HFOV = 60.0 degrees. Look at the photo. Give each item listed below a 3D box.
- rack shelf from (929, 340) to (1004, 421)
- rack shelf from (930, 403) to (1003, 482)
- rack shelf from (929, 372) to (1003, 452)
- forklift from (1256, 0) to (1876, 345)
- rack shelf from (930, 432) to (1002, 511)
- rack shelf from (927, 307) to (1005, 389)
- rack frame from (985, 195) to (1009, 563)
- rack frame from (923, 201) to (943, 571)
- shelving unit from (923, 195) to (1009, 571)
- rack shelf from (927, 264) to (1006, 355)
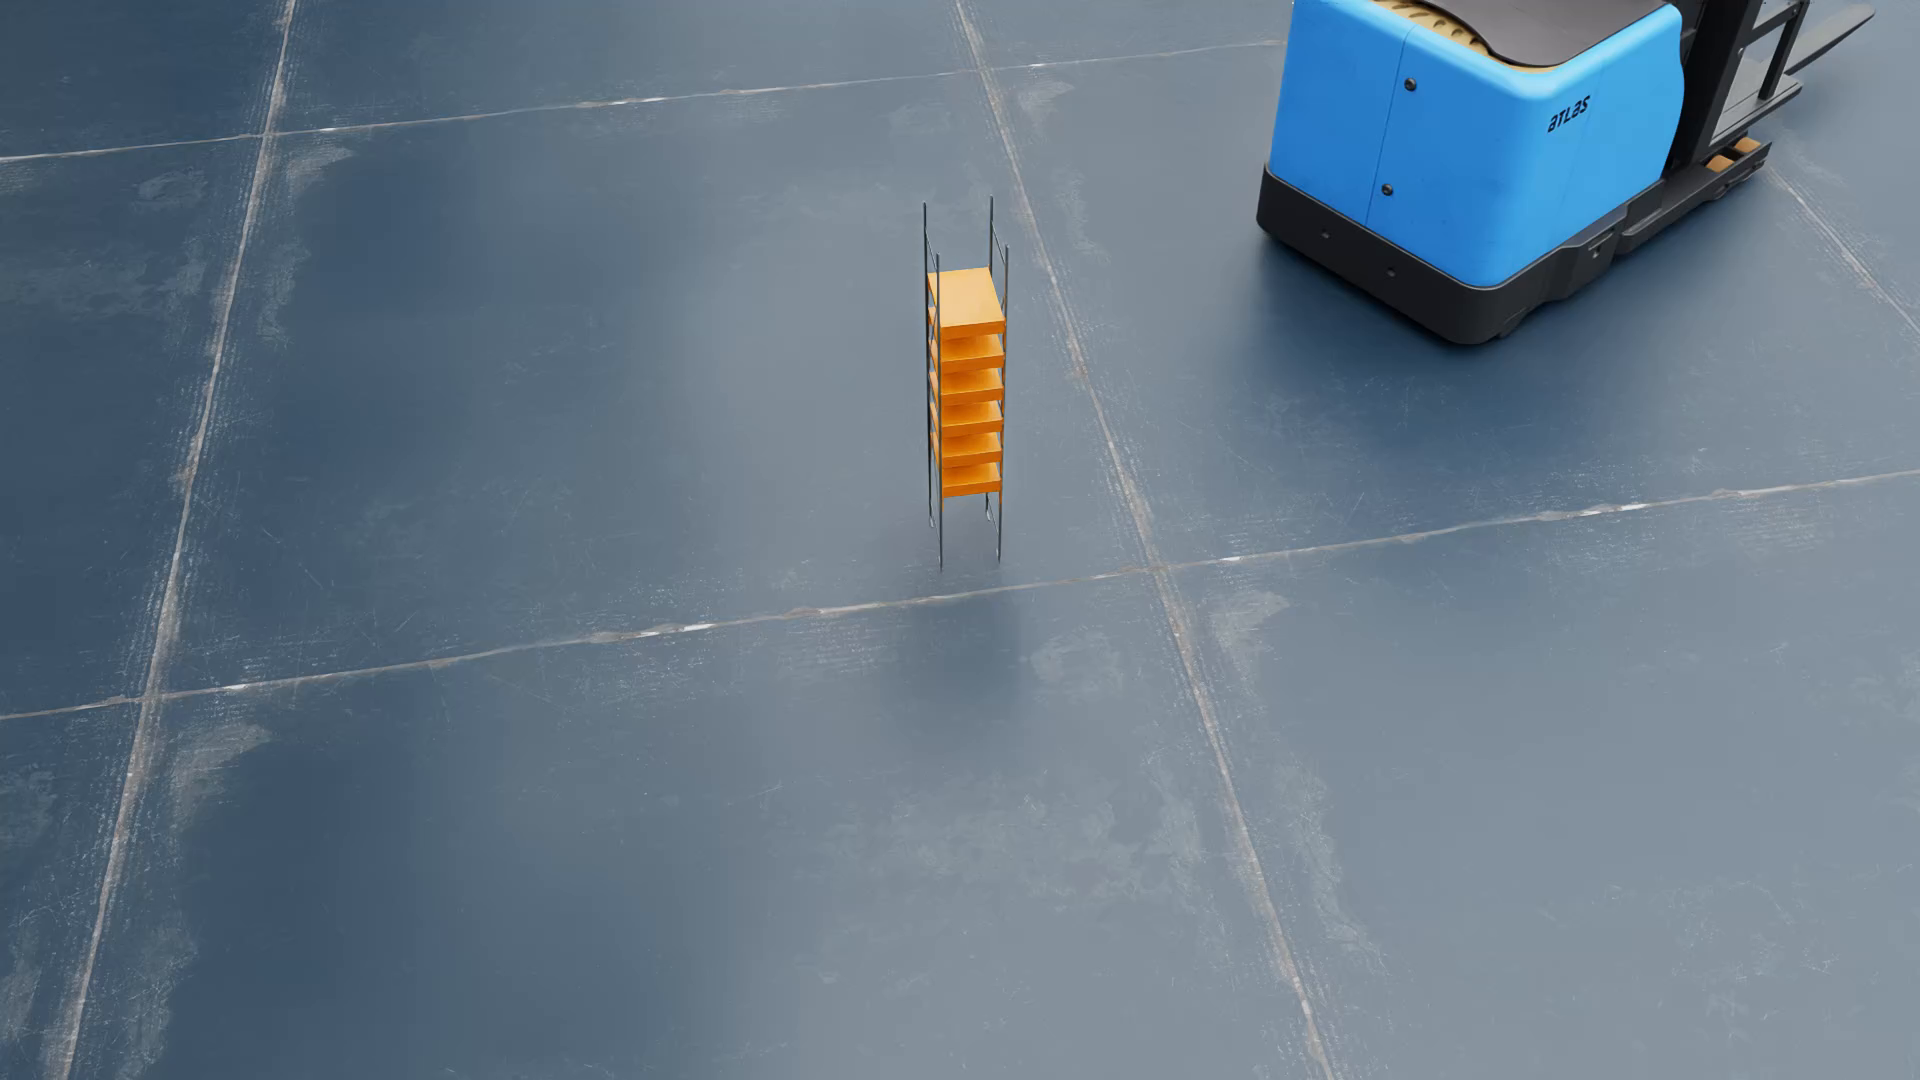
[{"bbox_3d":[0.014,-0.471,4.765,0.180,0.103,0.258,-7,46,-7],"label":"rack shelf"},{"bbox_3d":[0.014,-0.304,4.938,0.180,0.103,0.258,-7,46,-7],"label":"rack shelf"},{"bbox_3d":[0.014,-0.387,4.852,0.180,0.103,0.258,-7,46,-7],"label":"rack shelf"},{"bbox_3d":[2.572,-2.615,5.734,3.031,2.935,1.130,-32,54,-27],"label":"forklift"},{"bbox_3d":[0.014,-0.221,5.024,0.180,0.103,0.258,-7,46,-7],"label":"rack shelf"},{"bbox_3d":[0.014,-0.554,4.679,0.180,0.103,0.258,-7,46,-7],"label":"rack shelf"},{"bbox_3d":[0.104,-0.429,4.830,0.006,1.200,0.240,-7,46,-7],"label":"rack frame"},{"bbox_3d":[-0.076,-0.407,4.809,0.006,1.200,0.240,-7,46,-7],"label":"rack frame"},{"bbox_3d":[0.014,-0.418,4.820,0.189,1.200,0.258,-7,46,-7],"label":"shelving unit"},{"bbox_3d":[0.014,-0.637,4.592,0.180,0.103,0.258,-7,46,-7],"label":"rack shelf"}]
